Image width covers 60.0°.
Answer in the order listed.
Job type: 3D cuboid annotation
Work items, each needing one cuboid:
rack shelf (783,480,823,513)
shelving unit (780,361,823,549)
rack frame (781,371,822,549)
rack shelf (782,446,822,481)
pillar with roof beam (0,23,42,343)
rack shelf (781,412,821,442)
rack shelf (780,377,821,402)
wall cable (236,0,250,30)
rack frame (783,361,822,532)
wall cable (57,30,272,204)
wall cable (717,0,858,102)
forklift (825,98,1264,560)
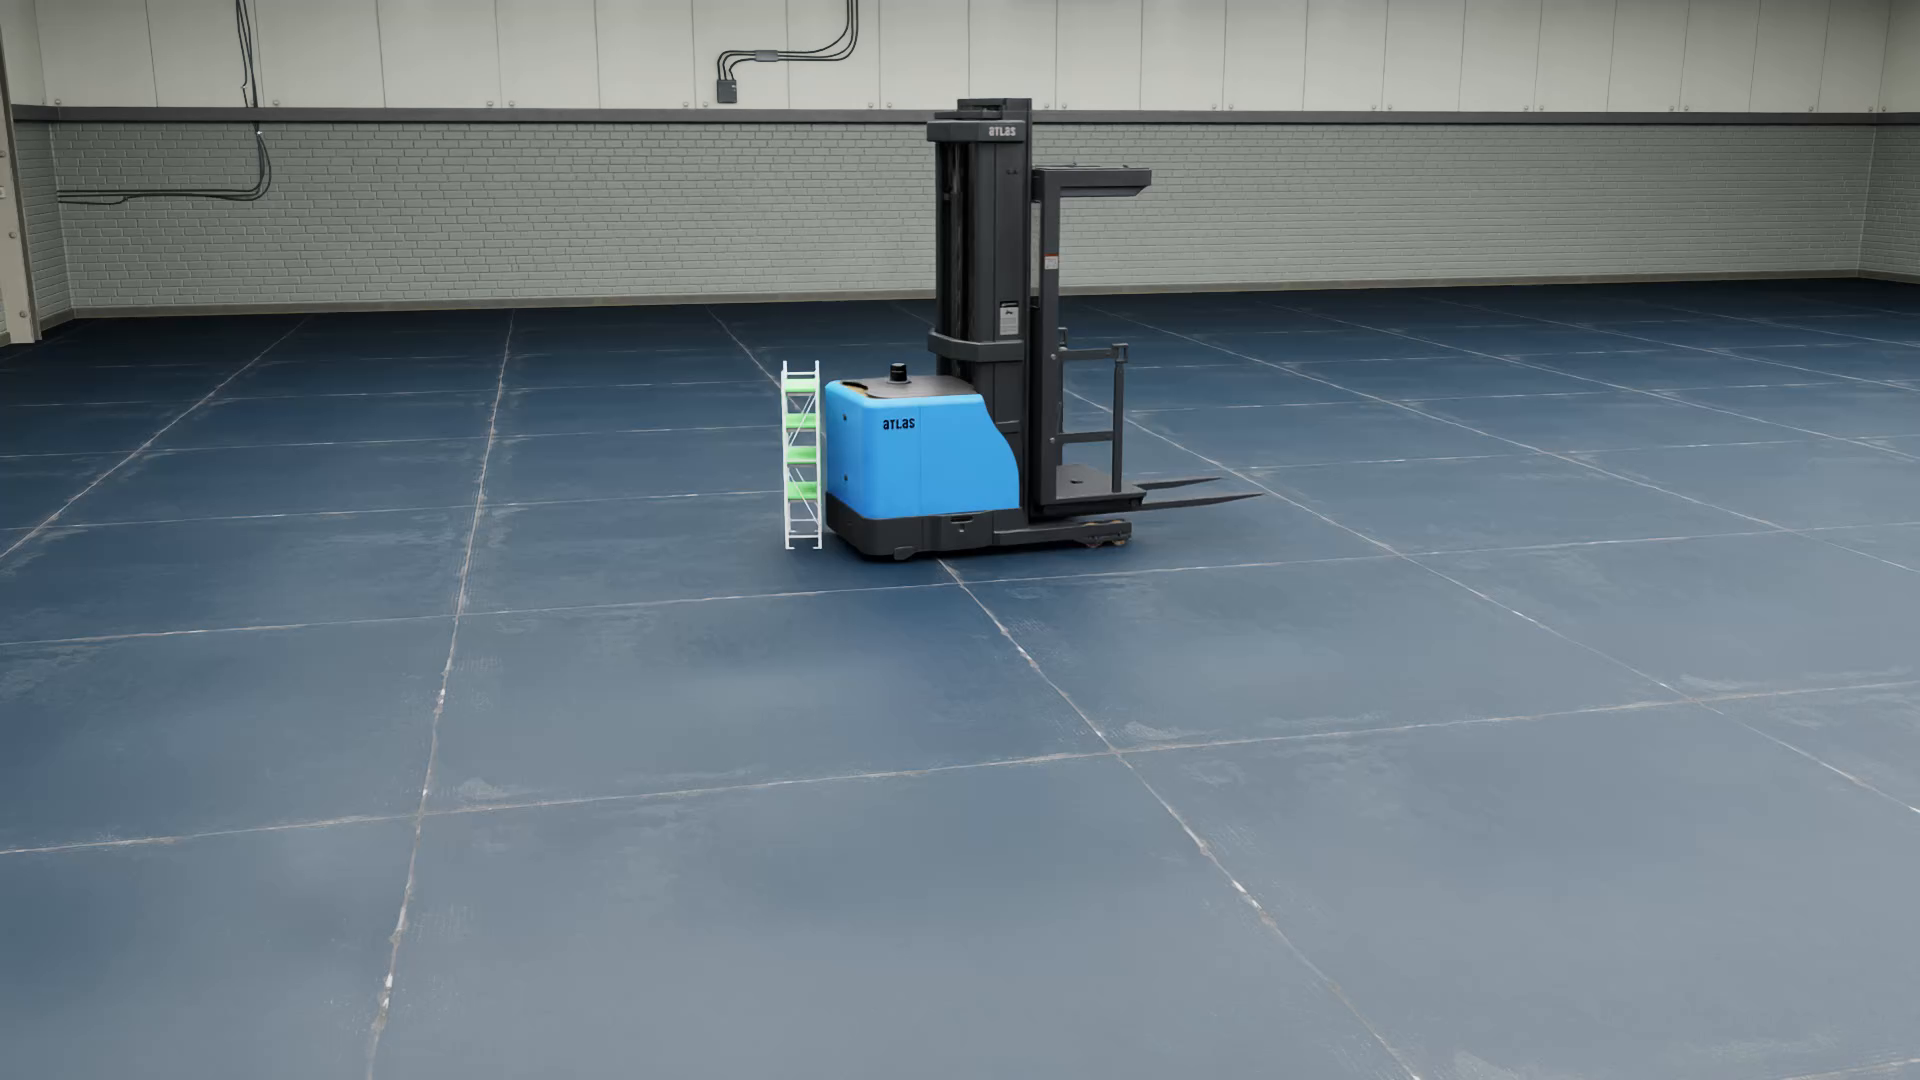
[{"bbox_3d":[-1.070,-0.288,11.359,0.258,0.148,0.480,-1,14,-4],"label":"rack shelf"},{"bbox_3d":[-1.070,-0.583,11.287,0.258,1.200,0.503,-1,14,-4],"label":"shelving unit"},{"bbox_3d":[-1.052,-0.526,11.051,0.240,1.200,0.015,-1,14,-4],"label":"rack frame"},{"bbox_3d":[-1.070,-0.521,11.302,0.258,0.148,0.480,-1,14,-4],"label":"rack shelf"},{"bbox_3d":[-8.391,-7.285,22.283,9.100,9.000,0.400,-3,14,-13],"label":"pillar with roof beam"},{"bbox_3d":[-1.070,-0.755,11.245,0.258,0.148,0.480,-1,14,-4],"label":"rack shelf"},{"bbox_3d":[-1.070,-0.988,11.189,0.258,0.148,0.480,-1,14,-4],"label":"rack shelf"},{"bbox_3d":[-9.352,-8.894,24.771,3.097,2.526,0.112,-3,14,-13],"label":"wall cable"},{"bbox_3d":[-1.088,-0.641,11.524,0.240,1.200,0.015,-1,14,-4],"label":"rack frame"},{"bbox_3d":[-11.982,-6.290,24.753,3.097,2.526,0.112,-3,14,-13],"label":"wall cable"},{"bbox_3d":[-2.750,-9.976,26.132,2.305,6.003,0.169,-3,14,-13],"label":"wall cable"},{"bbox_3d":[0.637,-1.488,11.341,3.031,2.935,1.130,-5,15,-20],"label":"forklift"}]
